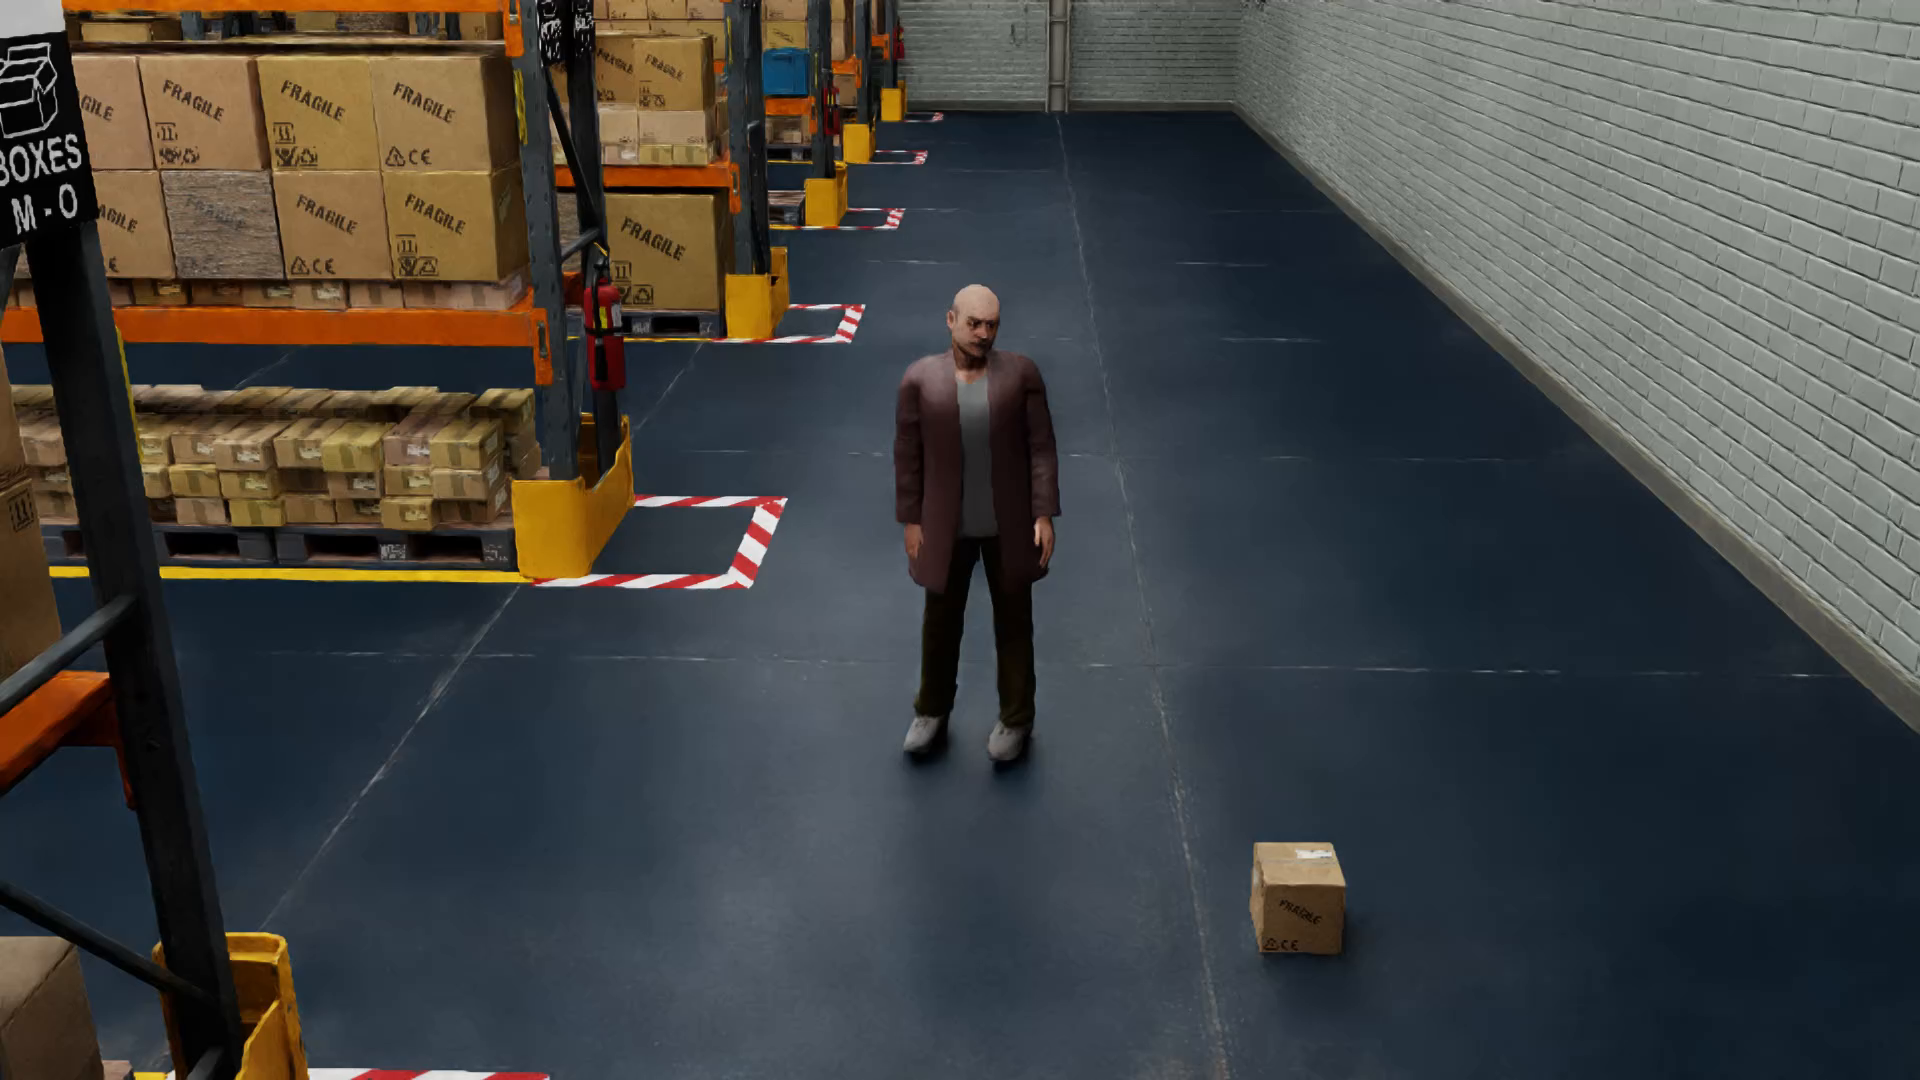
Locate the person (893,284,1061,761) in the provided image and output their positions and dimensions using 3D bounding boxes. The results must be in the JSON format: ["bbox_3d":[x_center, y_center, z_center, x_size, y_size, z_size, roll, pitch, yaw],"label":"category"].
[{"bbox_3d":[0.062,-0.050,6.160,0.619,1.787,0.425,0,20,0],"label":"person"}]
